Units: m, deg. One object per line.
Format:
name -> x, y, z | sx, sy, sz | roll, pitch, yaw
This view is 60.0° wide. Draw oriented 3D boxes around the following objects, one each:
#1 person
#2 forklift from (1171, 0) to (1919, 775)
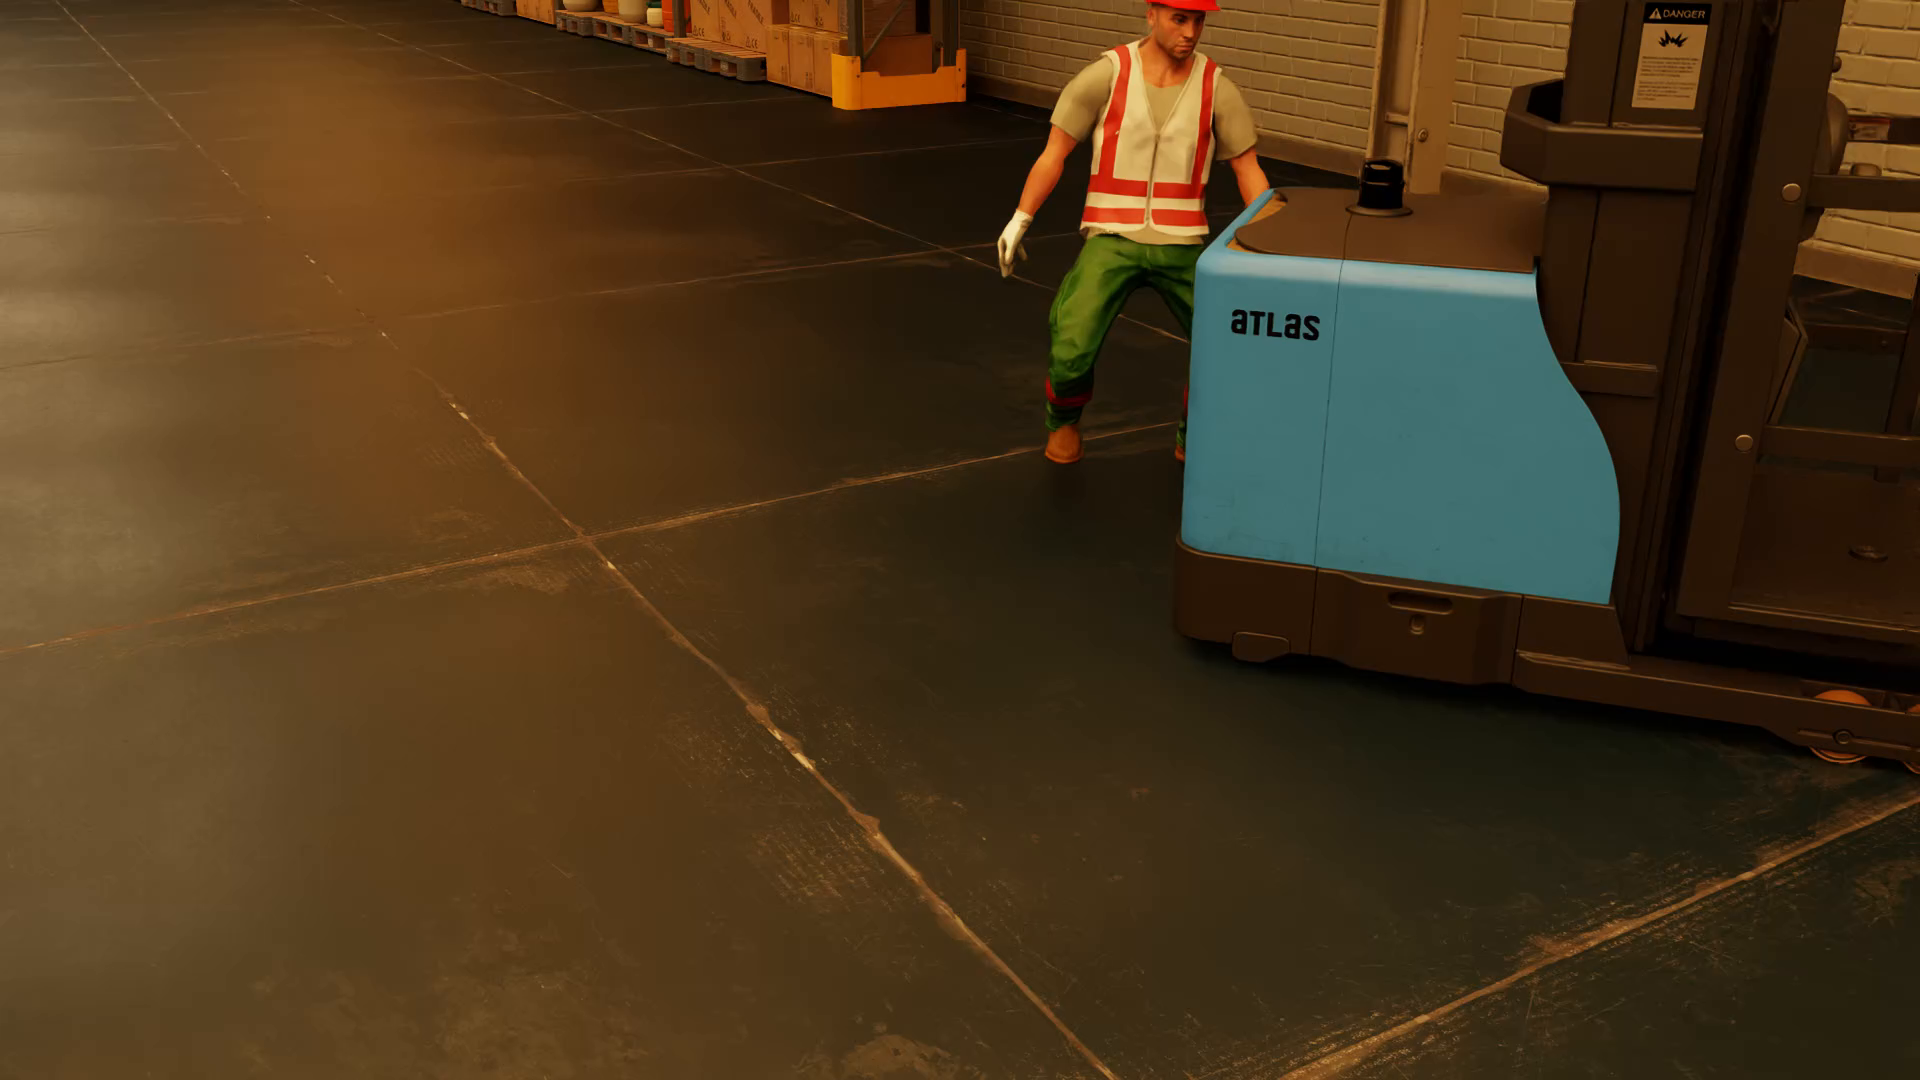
person -> 0.595, -0.964, 5.292 | 0.949, 1.678, 0.553 | 0, 22, 1
forklift -> 2.133, -1.039, 3.806 | 3.031, 2.935, 1.130 | 8, 24, 18
